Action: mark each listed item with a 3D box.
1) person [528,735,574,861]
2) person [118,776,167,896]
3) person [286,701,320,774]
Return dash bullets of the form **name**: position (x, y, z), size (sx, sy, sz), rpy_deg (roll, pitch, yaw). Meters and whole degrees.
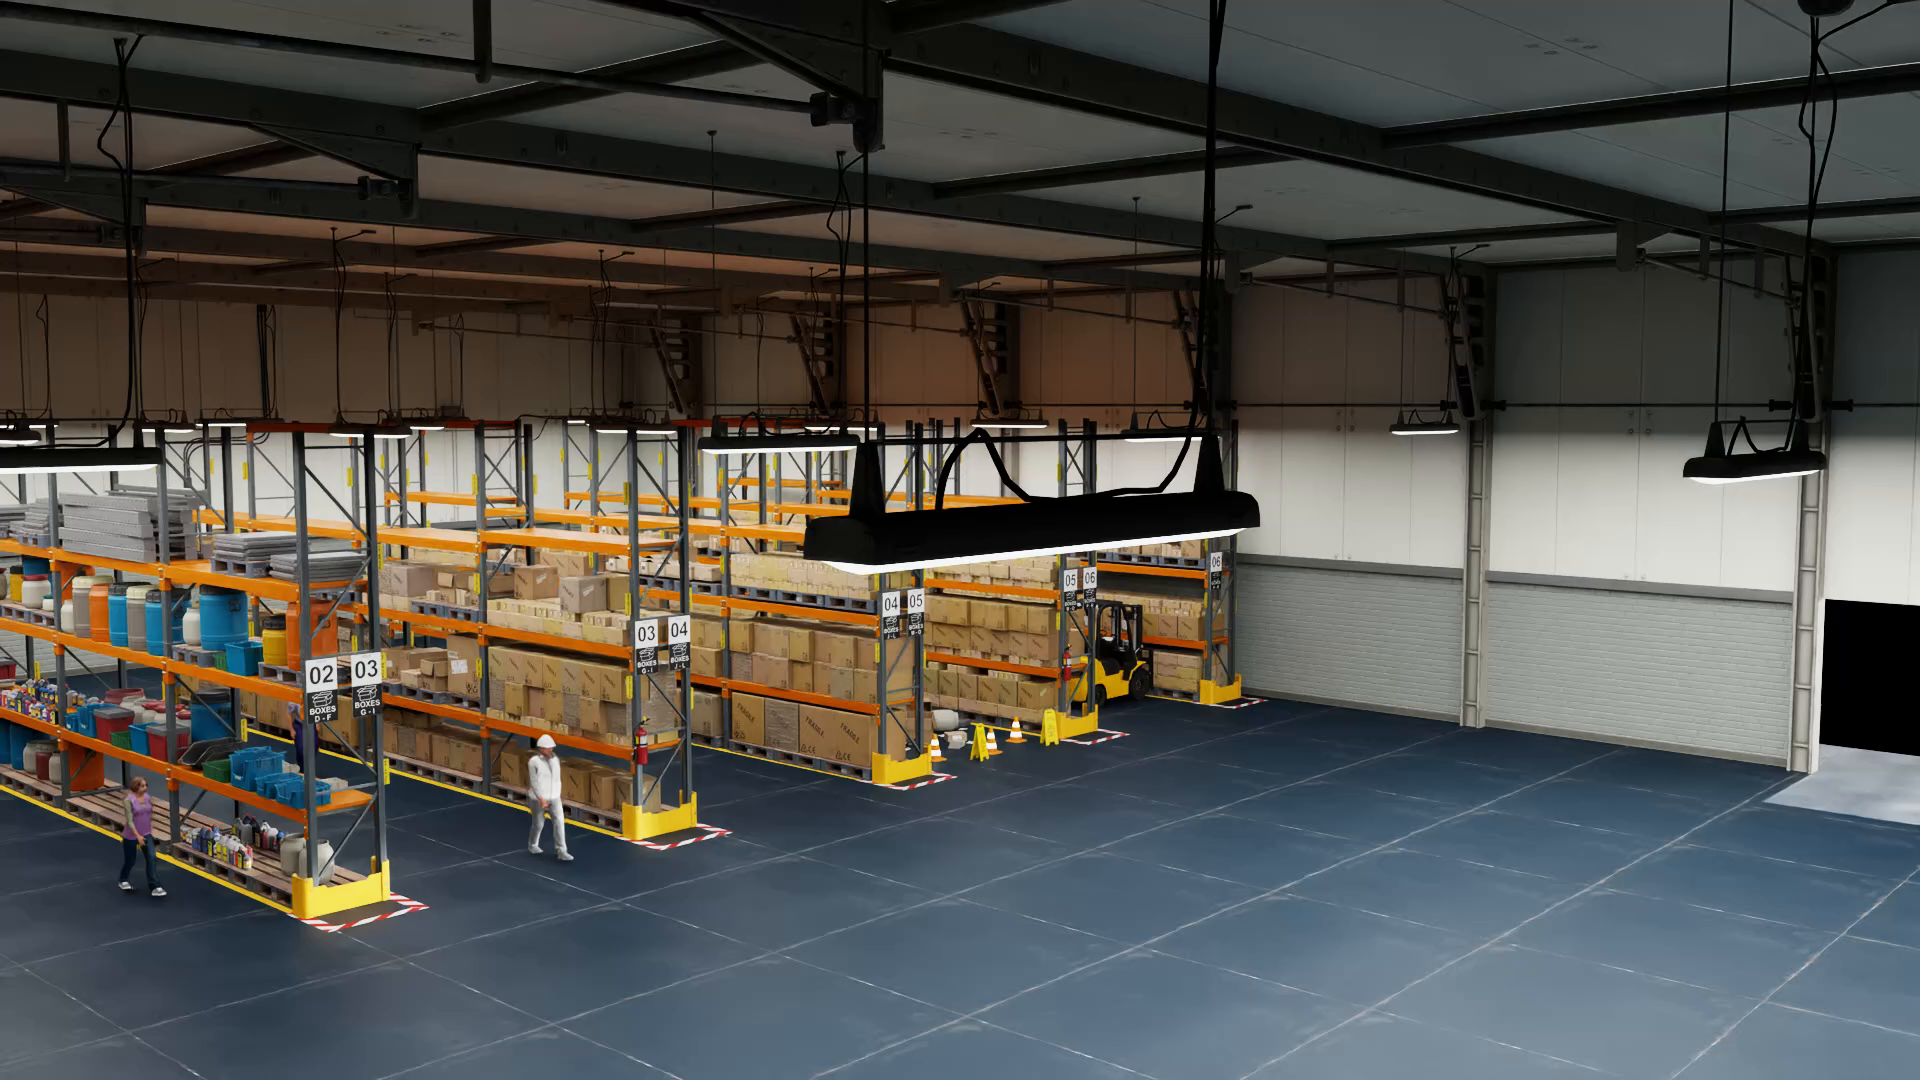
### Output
- **person**: position (-5.721, 3.566, 23.136), size (0.532, 1.713, 0.988), rpy_deg (-4, 6, -42)
- **person**: position (-10.548, 3.799, 21.443), size (0.968, 1.520, 0.404), rpy_deg (3, 6, 34)
- **person**: position (-11.217, 3.216, 28.352), size (0.558, 1.632, 0.571), rpy_deg (4, 6, 42)
